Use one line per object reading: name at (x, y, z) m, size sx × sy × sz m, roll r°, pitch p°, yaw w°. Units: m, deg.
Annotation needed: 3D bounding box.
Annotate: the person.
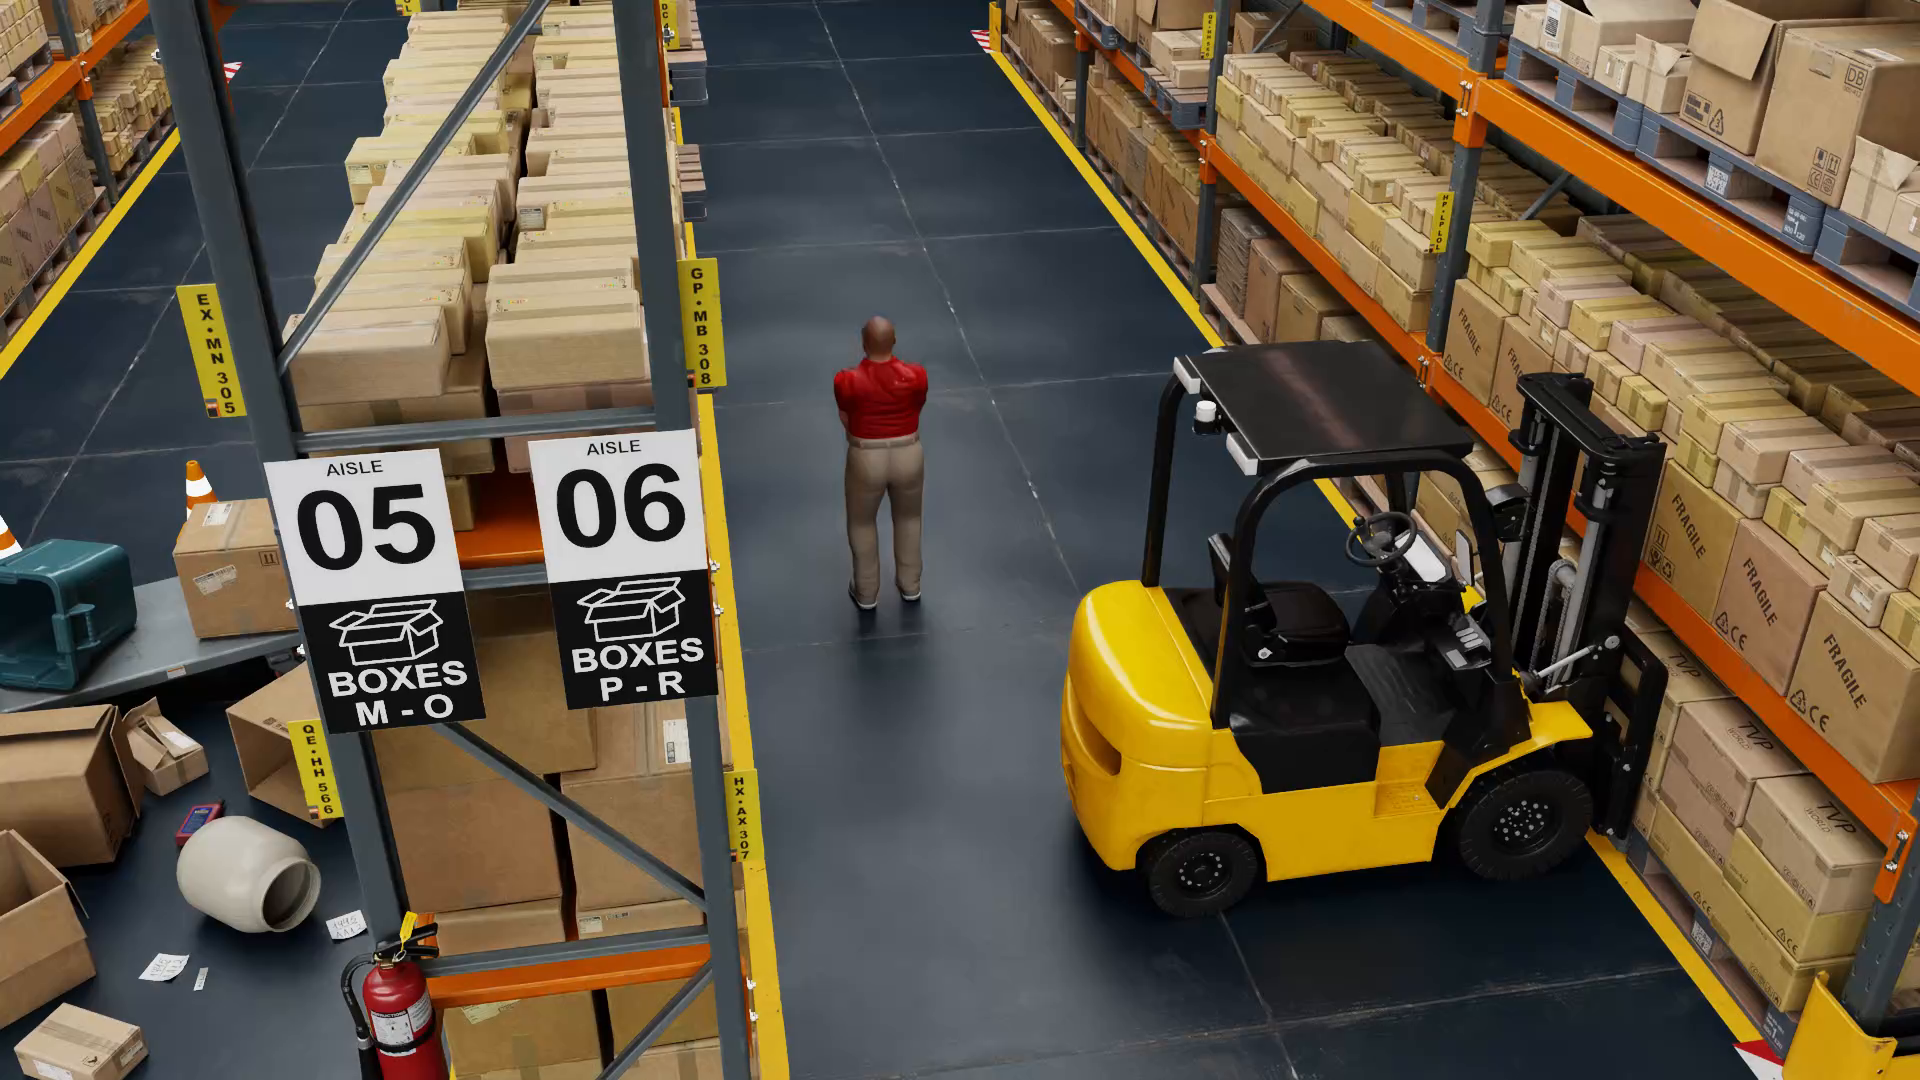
person at (-0.434, -0.460, 8.948) m, size 0.494 × 1.714 × 0.530 m, roll -6°, pitch 31°, yaw -10°
